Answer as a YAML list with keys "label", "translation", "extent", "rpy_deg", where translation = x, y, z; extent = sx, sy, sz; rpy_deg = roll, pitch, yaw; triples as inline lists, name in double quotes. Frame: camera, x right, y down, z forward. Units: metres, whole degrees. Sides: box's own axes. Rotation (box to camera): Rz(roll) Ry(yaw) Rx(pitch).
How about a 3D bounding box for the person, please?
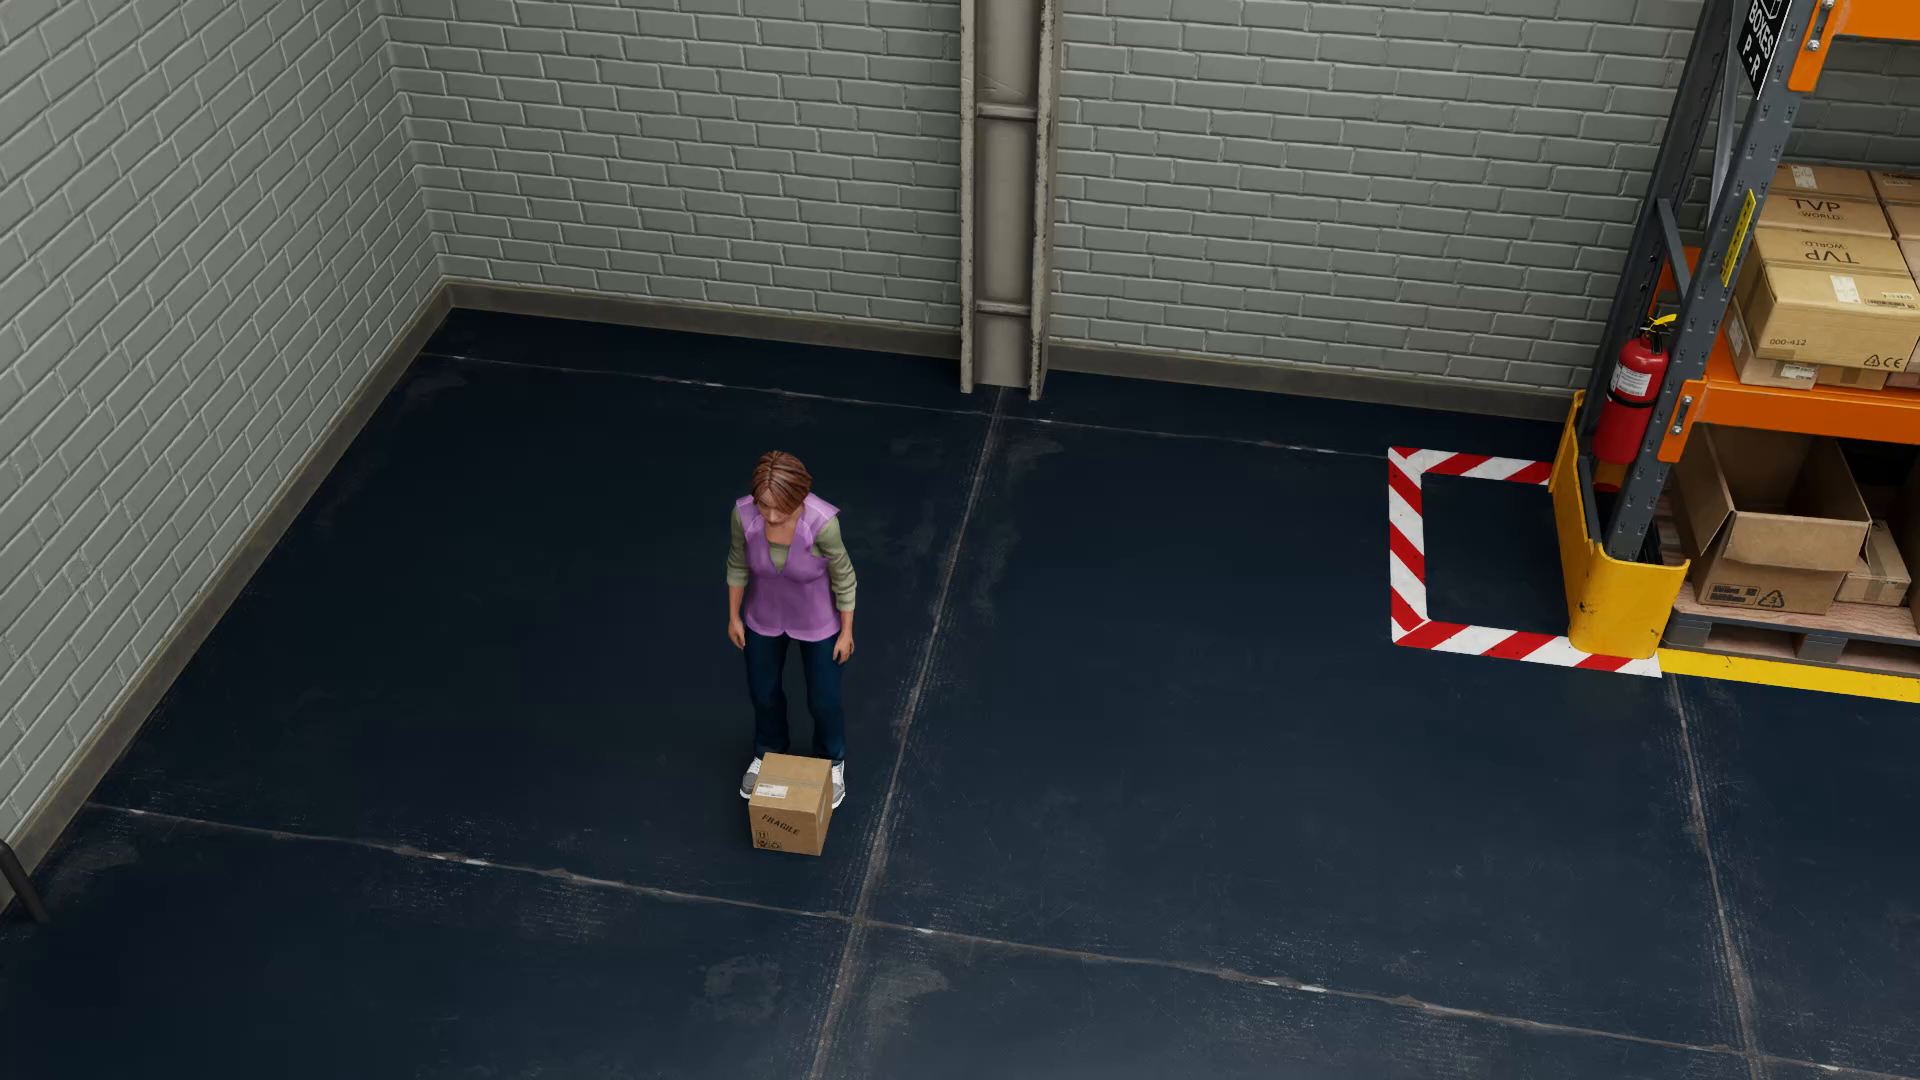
- label: "person"
  translation: [-0.583, 0.301, 5.822]
  extent: [0.460, 1.592, 0.344]
  rpy_deg: [7, 42, 8]
